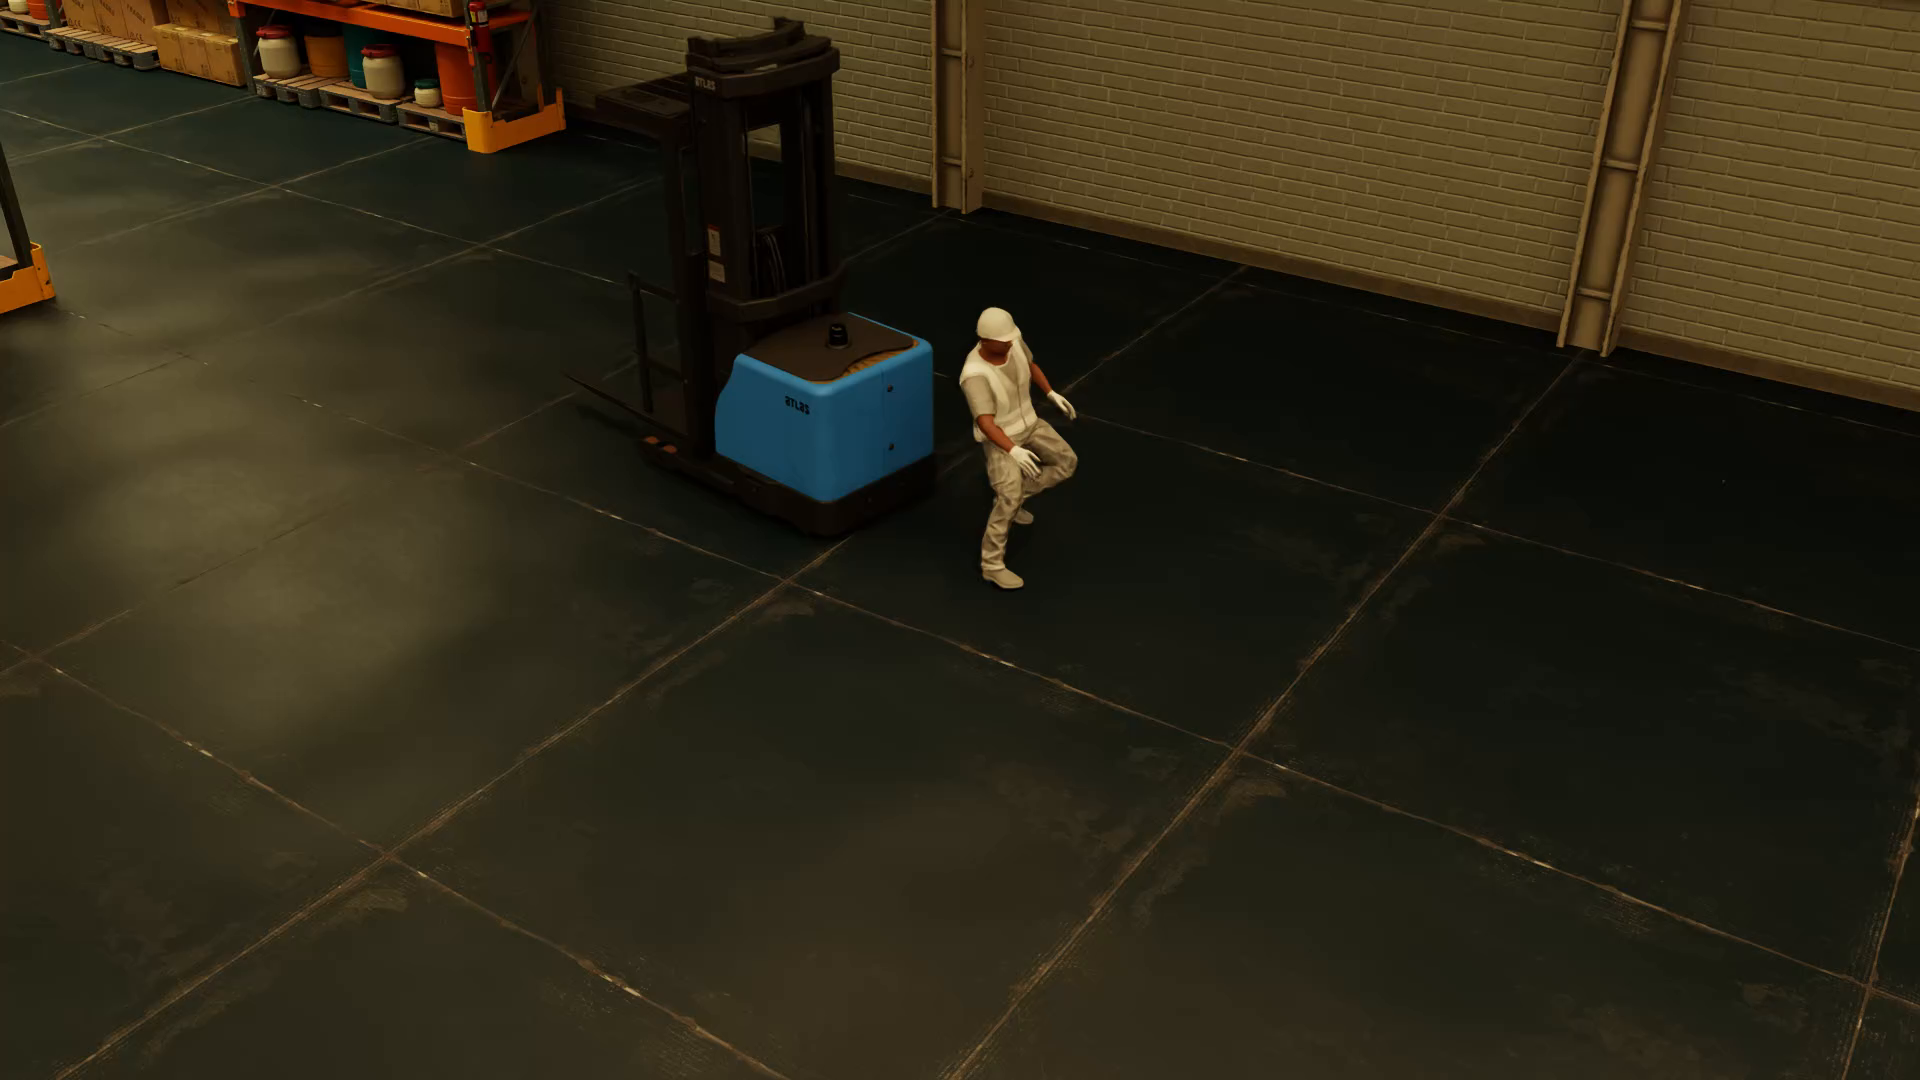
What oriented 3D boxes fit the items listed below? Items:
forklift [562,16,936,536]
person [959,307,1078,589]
[{"bbox_3d":[-1.579,-1.916,10.881,3.031,2.935,1.130,25,38,36],"label":"forklift"},{"bbox_3d":[0.356,-0.612,9.954,0.748,1.617,0.826,22,36,32],"label":"person"}]
